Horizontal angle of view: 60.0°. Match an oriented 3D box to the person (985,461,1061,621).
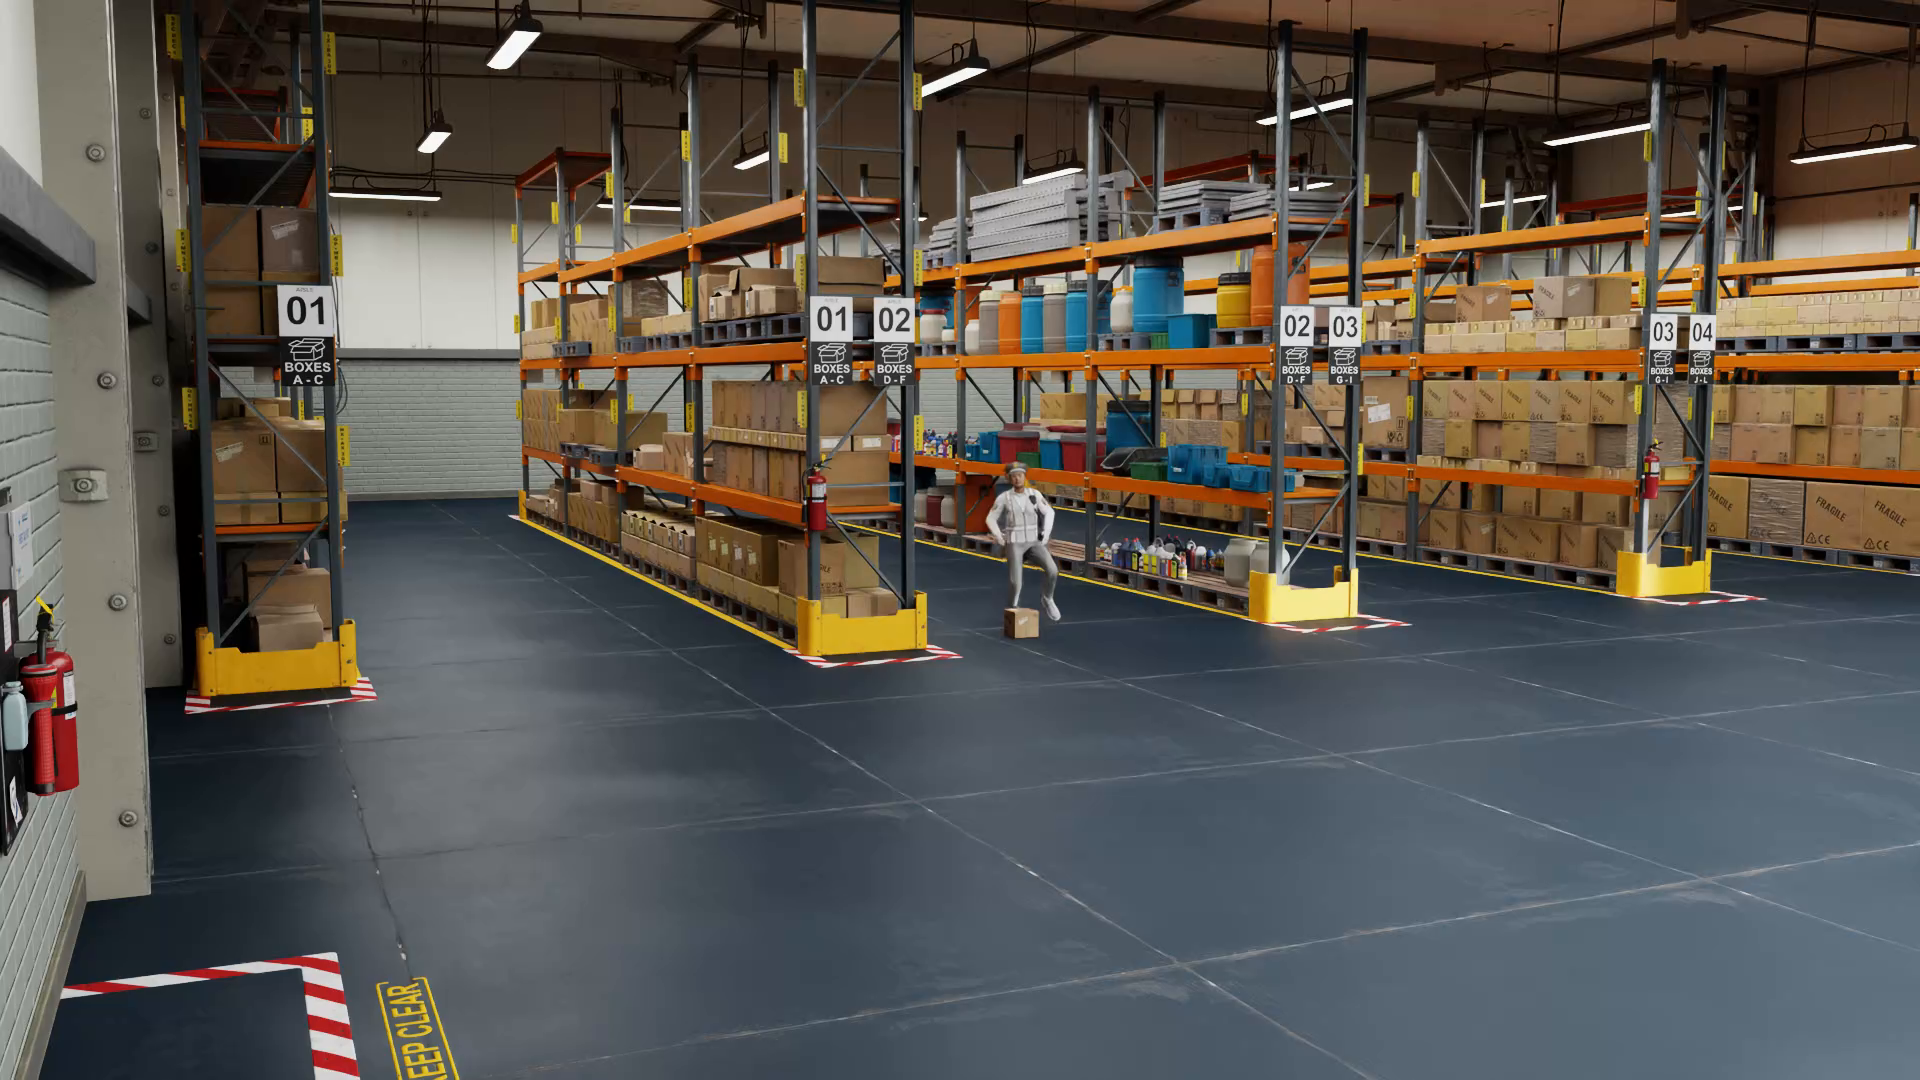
[{"bbox_3d":[0.657,0.047,16.595,0.739,1.660,0.520,-2,6,-18],"label":"person"}]
